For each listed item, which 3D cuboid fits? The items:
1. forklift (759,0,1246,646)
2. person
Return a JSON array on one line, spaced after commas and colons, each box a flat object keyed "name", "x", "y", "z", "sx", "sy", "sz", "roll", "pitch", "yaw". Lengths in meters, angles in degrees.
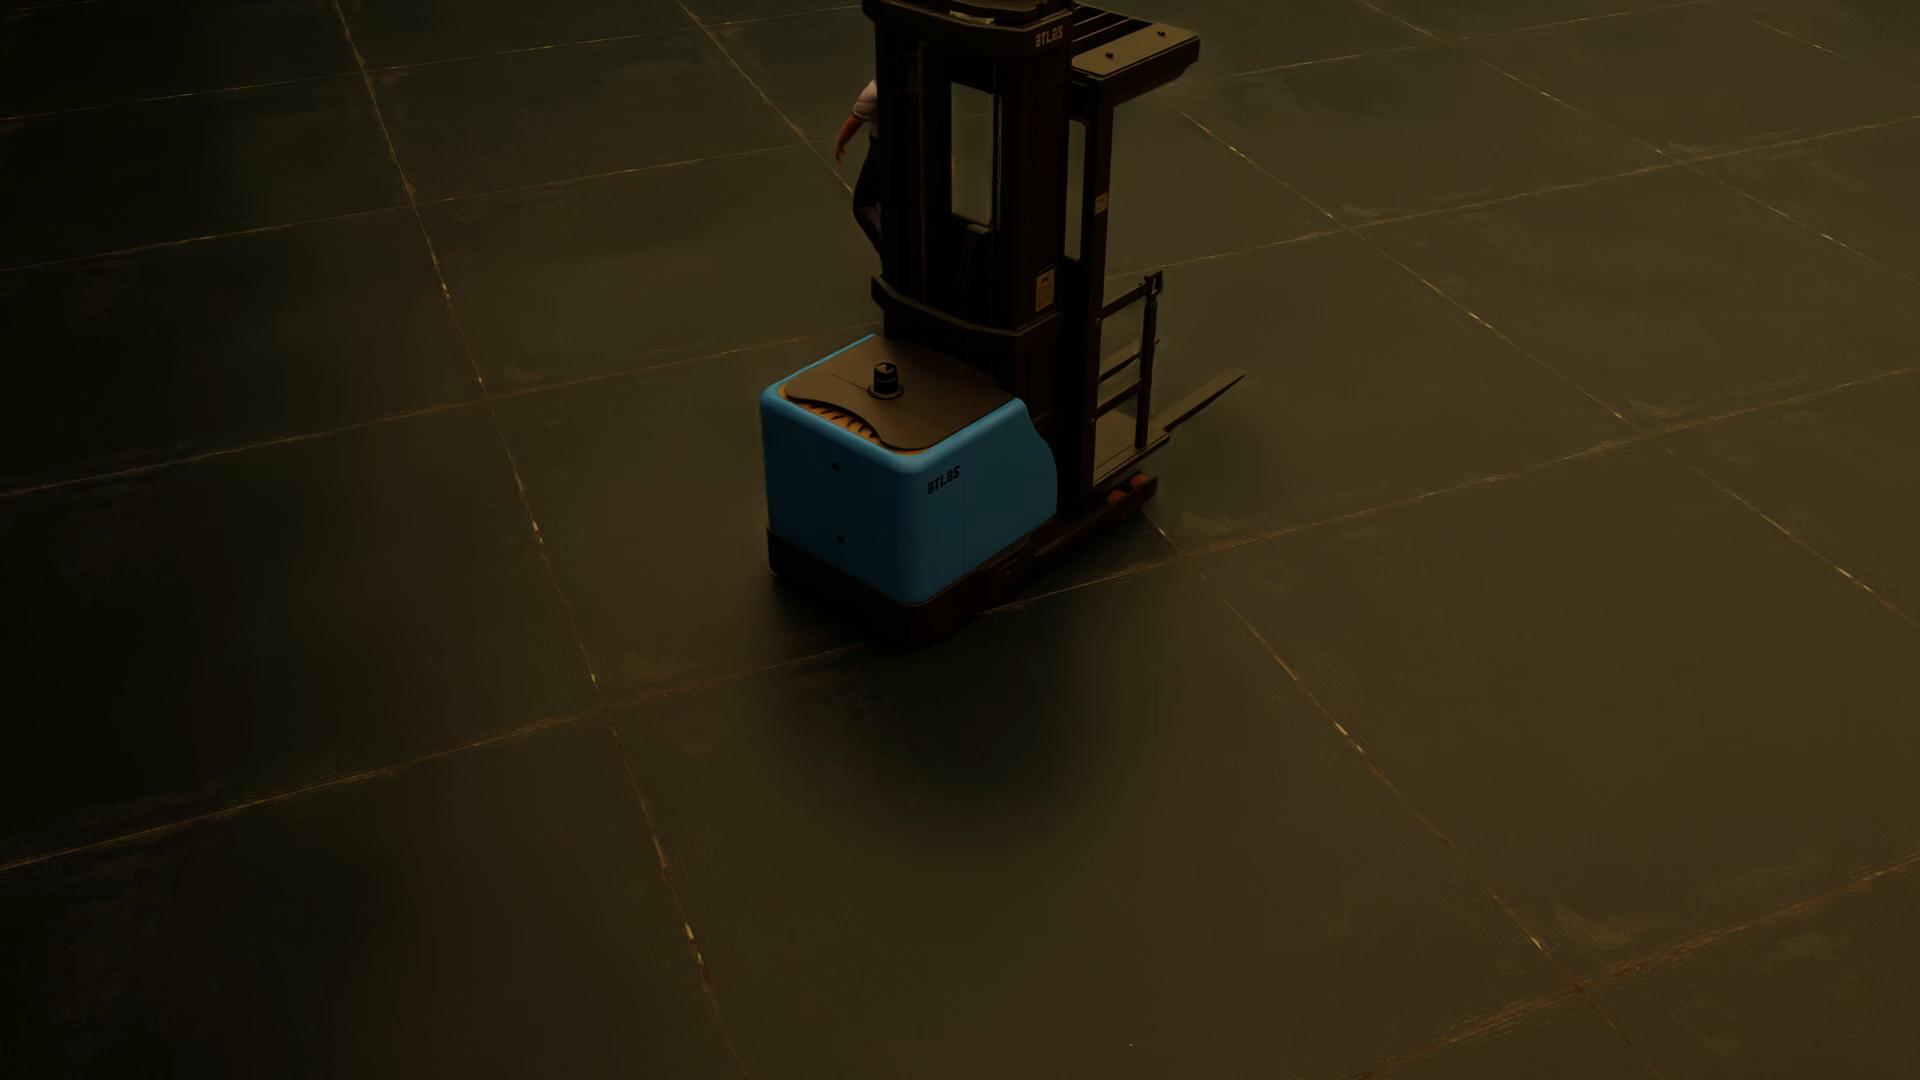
[{"name": "forklift", "x": 0.399, "y": -1.467, "z": 8.162, "sx": 1.130, "sy": 2.935, "sz": 3.031, "roll": 27, "pitch": 44, "yaw": 33}, {"name": "person", "x": -0.395, "y": -2.432, "z": 10.647, "sx": 0.689, "sy": 1.632, "sz": 0.508, "roll": -18, "pitch": 39, "yaw": -23}]
